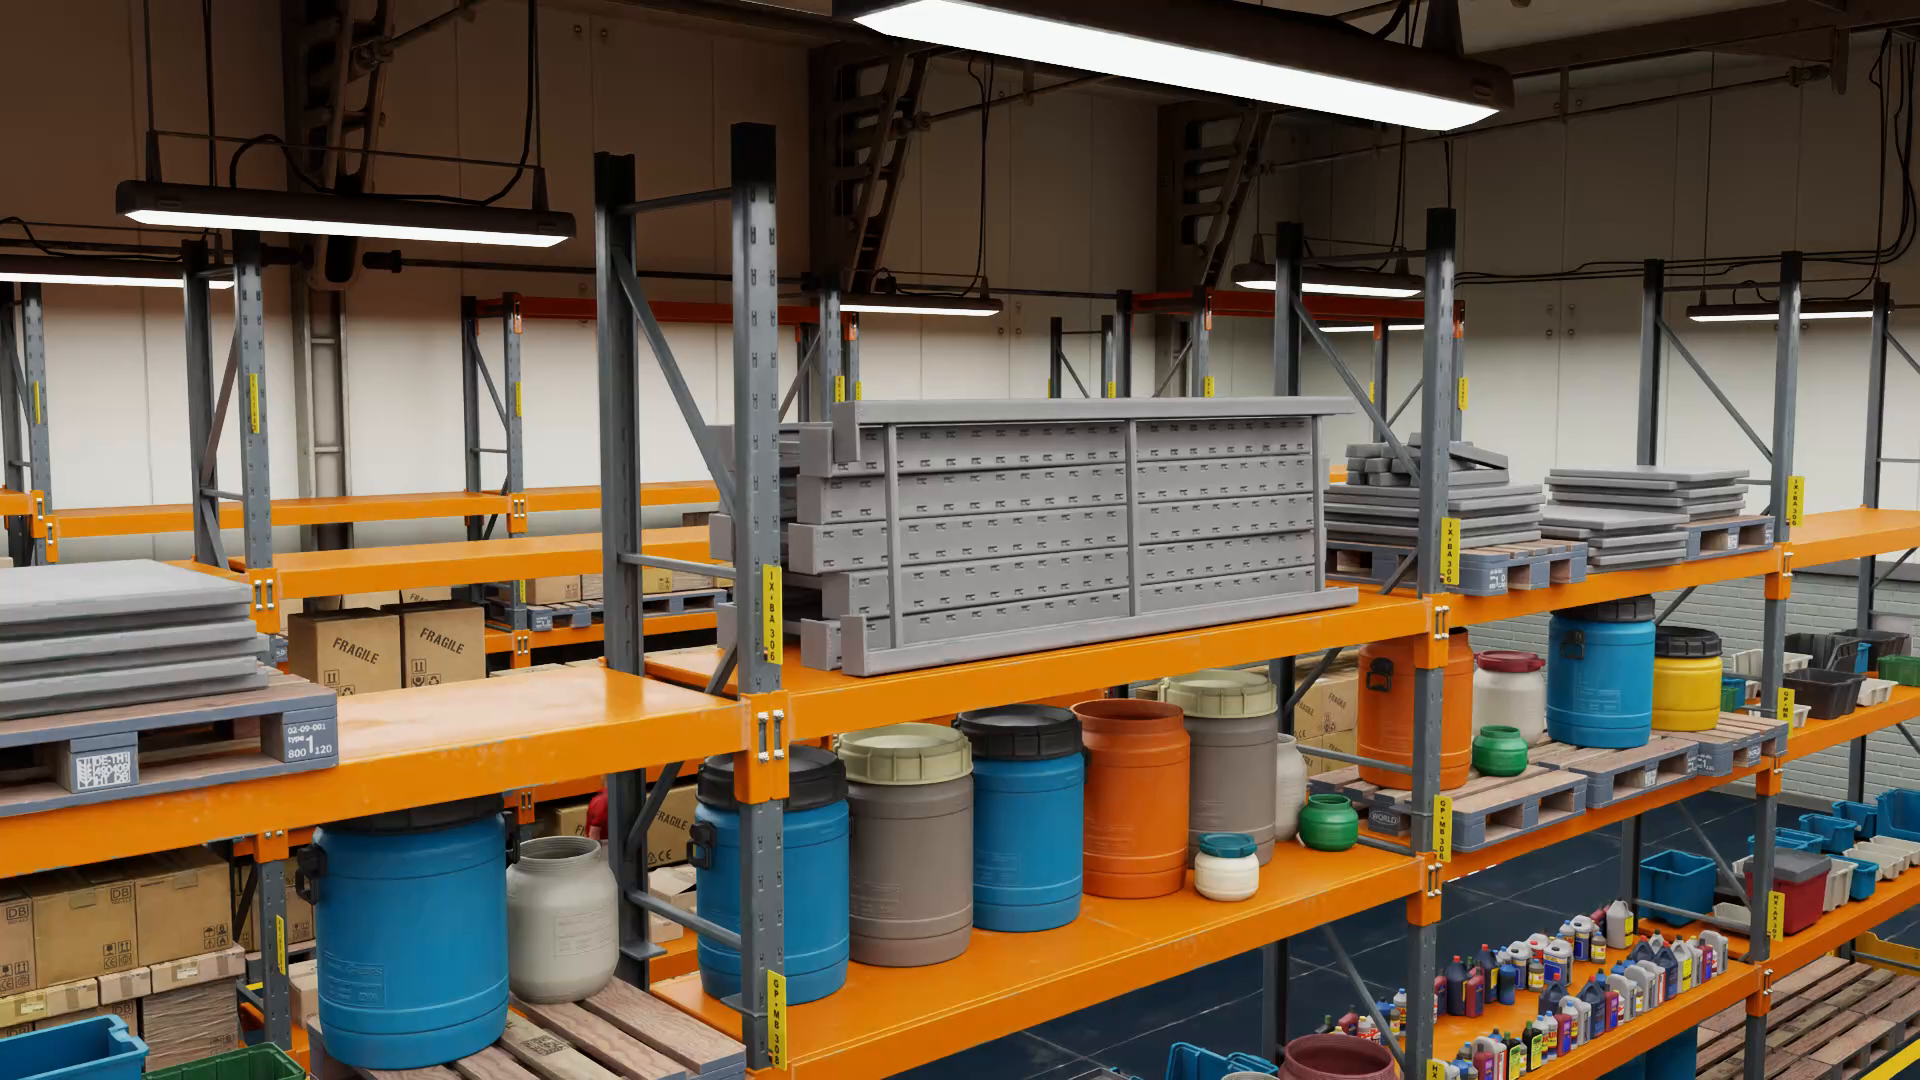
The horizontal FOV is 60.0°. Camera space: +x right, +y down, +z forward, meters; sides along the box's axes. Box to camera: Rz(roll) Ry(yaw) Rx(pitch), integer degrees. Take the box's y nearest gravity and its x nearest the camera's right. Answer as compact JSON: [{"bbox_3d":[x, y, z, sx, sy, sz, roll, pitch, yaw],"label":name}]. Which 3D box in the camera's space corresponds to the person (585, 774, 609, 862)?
[{"bbox_3d":[-3.204,2.890,15.118,0.377,1.761,0.578,4,7,36],"label":"person"}]
